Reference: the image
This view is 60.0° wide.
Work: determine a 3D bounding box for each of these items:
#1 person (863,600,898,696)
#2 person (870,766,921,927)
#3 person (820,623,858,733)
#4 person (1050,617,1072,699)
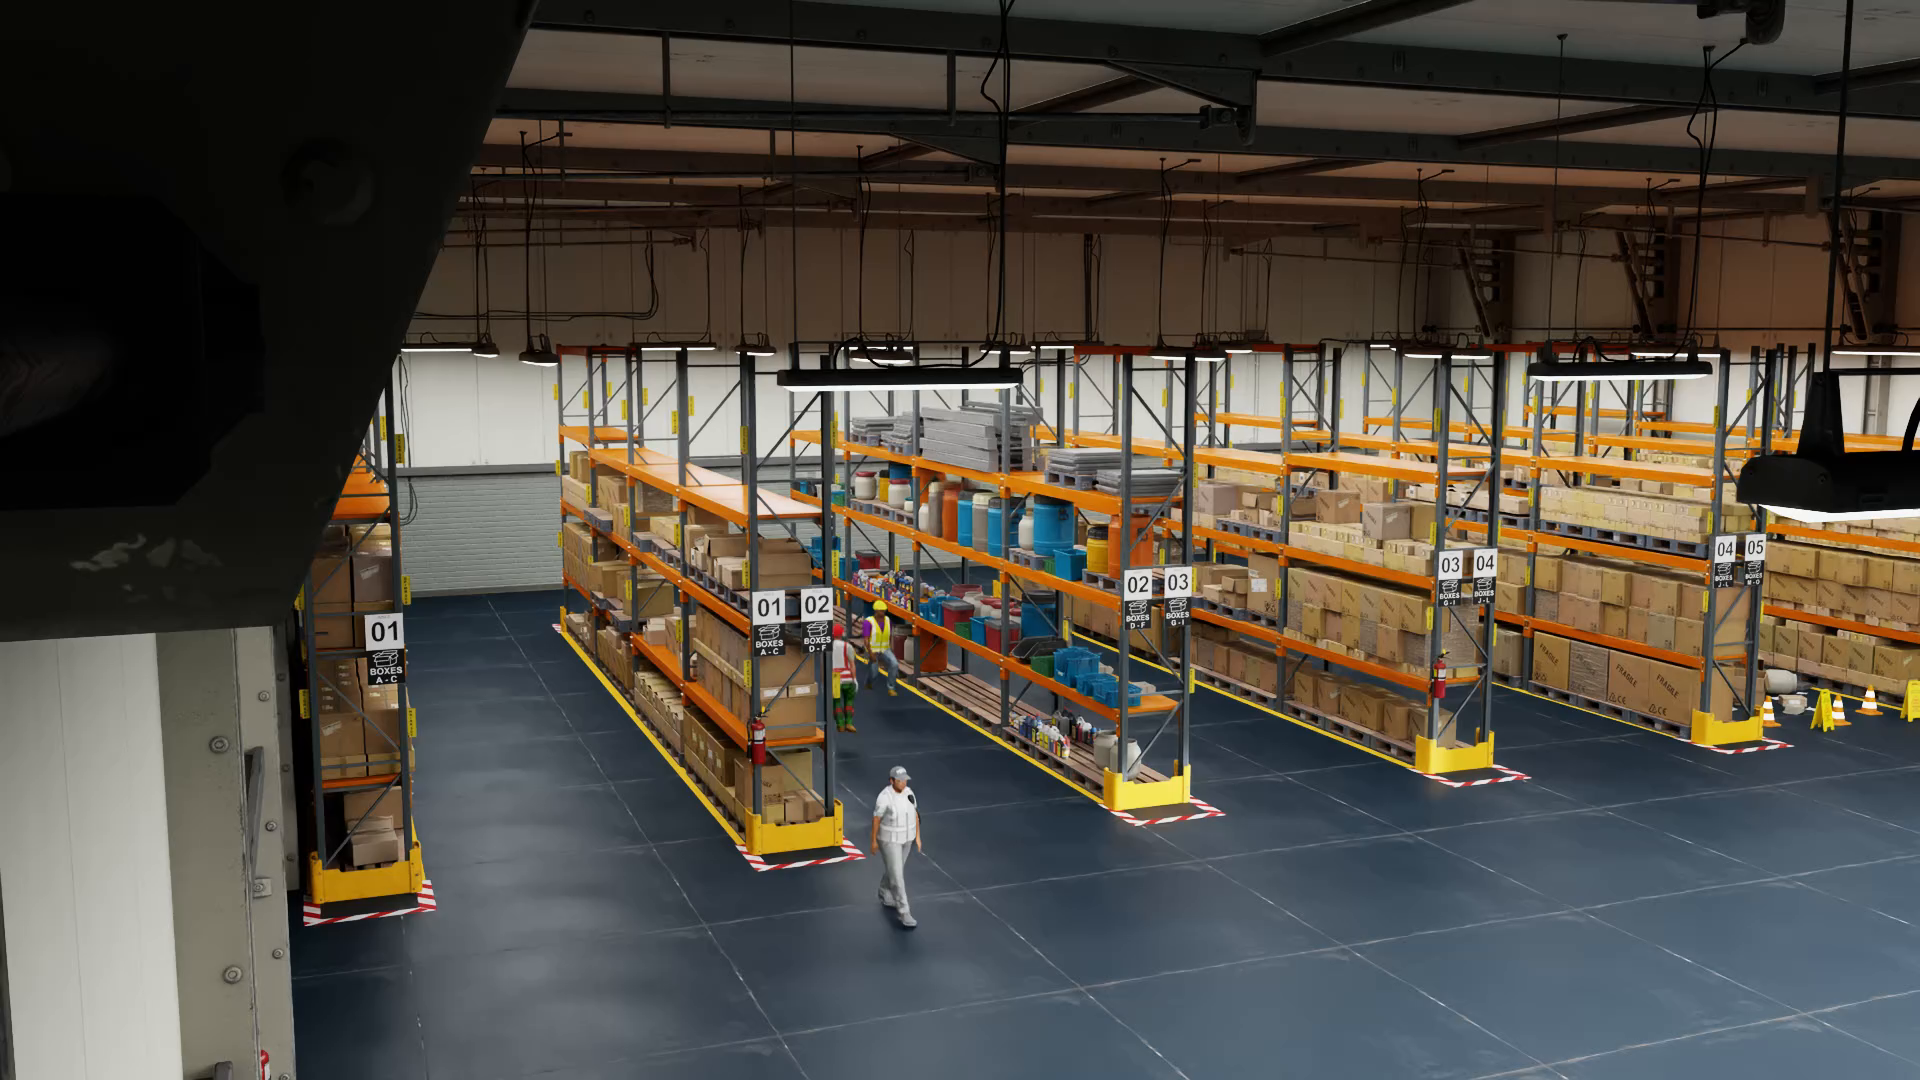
[{"bbox_3d":[-1.325,1.761,27.614,0.575,1.512,1.047,-4,8,-26],"label":"person"},{"bbox_3d":[-0.656,3.241,17.937,0.530,1.609,0.945,-7,10,-44],"label":"person"},{"bbox_3d":[-1.833,2.104,25.141,0.558,1.699,0.515,-1,7,-10],"label":"person"},{"bbox_3d":[1.574,1.832,27.544,0.548,1.624,0.479,-1,7,-4],"label":"person"}]
